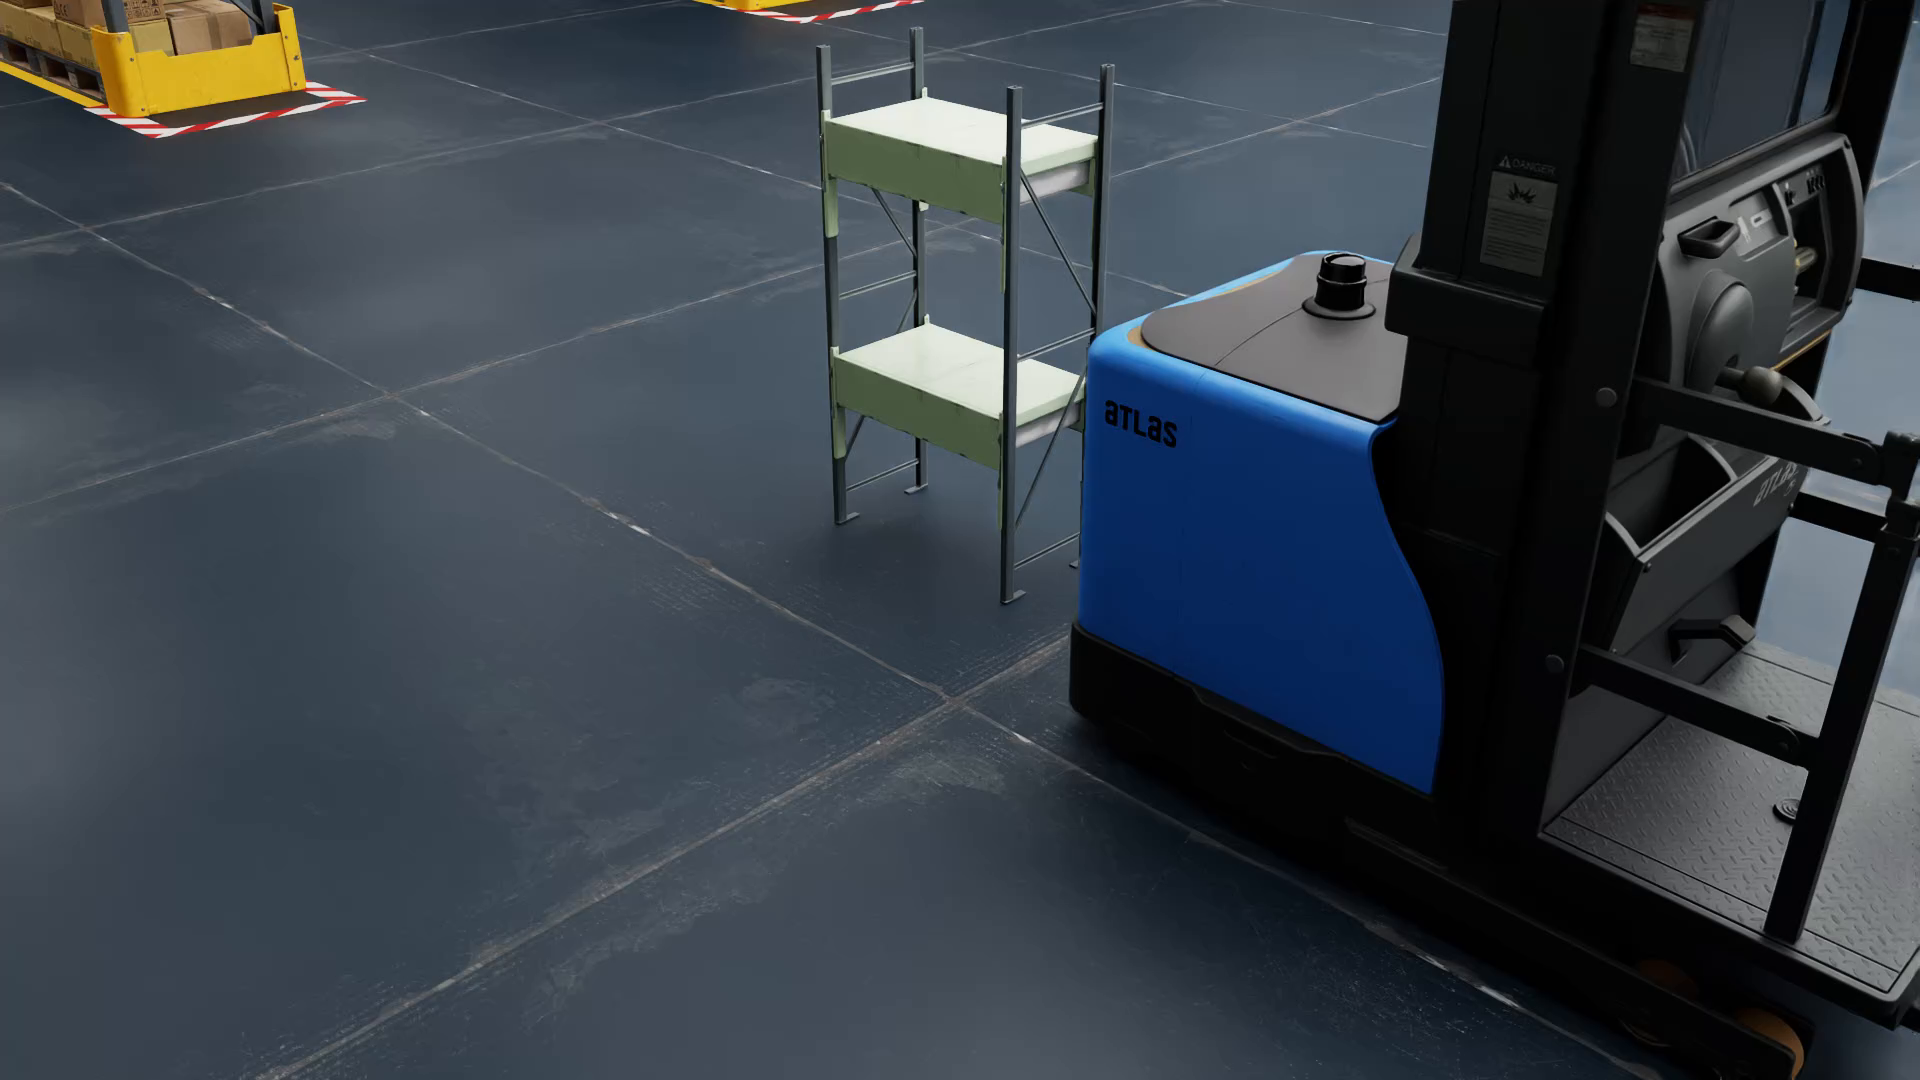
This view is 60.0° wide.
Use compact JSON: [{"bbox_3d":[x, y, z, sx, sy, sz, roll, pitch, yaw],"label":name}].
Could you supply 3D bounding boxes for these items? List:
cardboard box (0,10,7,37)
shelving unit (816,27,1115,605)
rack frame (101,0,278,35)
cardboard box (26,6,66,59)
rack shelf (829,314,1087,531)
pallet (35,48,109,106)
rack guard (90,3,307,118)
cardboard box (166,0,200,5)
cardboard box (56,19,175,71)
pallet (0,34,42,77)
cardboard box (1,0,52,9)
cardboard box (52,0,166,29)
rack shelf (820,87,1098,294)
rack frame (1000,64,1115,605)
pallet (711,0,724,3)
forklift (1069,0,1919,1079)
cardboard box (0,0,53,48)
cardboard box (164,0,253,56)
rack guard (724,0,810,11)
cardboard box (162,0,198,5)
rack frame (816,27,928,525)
[{"bbox_3d":[-6.462,-3.682,11.532,0.500,0.250,0.500,25,36,38],"label":"cardboard box"},{"bbox_3d":[0.005,-0.662,4.897,0.755,1.500,0.431,25,36,38],"label":"shelving unit"},{"bbox_3d":[-4.794,-4.151,9.921,0.127,3.000,1.000,25,36,38],"label":"rack frame"},{"bbox_3d":[-5.749,-3.356,10.912,0.500,0.250,0.500,25,36,38],"label":"cardboard box"},{"bbox_3d":[0.005,-0.373,5.049,0.720,0.370,0.431,25,36,38],"label":"rack shelf"},{"bbox_3d":[-5.369,-3.152,11.018,1.213,0.211,1.003,25,36,38],"label":"pallet"},{"bbox_3d":[-4.777,-3.036,10.487,0.348,0.500,1.175,25,36,38],"label":"rack guard"},{"bbox_3d":[-5.380,-3.530,11.244,0.500,0.250,0.500,25,36,38],"label":"cardboard box"},{"bbox_3d":[-5.384,-3.196,10.609,0.500,0.250,0.500,25,36,38],"label":"cardboard box"},{"bbox_3d":[-6.235,-3.550,11.775,1.213,0.211,1.003,25,36,38],"label":"pallet"},{"bbox_3d":[-6.109,-3.849,11.045,0.500,0.500,0.500,25,36,38],"label":"cardboard box"},{"bbox_3d":[-5.385,-3.528,10.433,0.500,0.500,0.500,25,36,38],"label":"cardboard box"},{"bbox_3d":[0.005,-1.007,4.715,0.720,0.370,0.431,25,36,38],"label":"rack shelf"},{"bbox_3d":[0.266,-0.542,4.670,0.023,1.500,0.400,25,36,38],"label":"rack frame"},{"bbox_3d":[-1.982,-4.835,14.219,1.213,0.211,1.003,25,36,38],"label":"pallet"},{"bbox_3d":[1.684,-0.498,3.047,3.031,2.935,1.130,25,36,38],"label":"forklift"},{"bbox_3d":[-6.107,-3.518,11.221,0.500,0.250,0.500,25,36,38],"label":"cardboard box"},{"bbox_3d":[-5.021,-3.368,10.936,0.500,0.250,0.500,25,36,38],"label":"cardboard box"},{"bbox_3d":[-1.406,-4.696,13.644,0.348,0.500,1.175,25,36,38],"label":"rack guard"},{"bbox_3d":[-5.379,-3.863,11.071,0.500,0.500,0.500,25,36,38],"label":"cardboard box"},{"bbox_3d":[-0.256,-0.781,5.124,0.023,1.500,0.400,25,36,38],"label":"rack frame"}]
